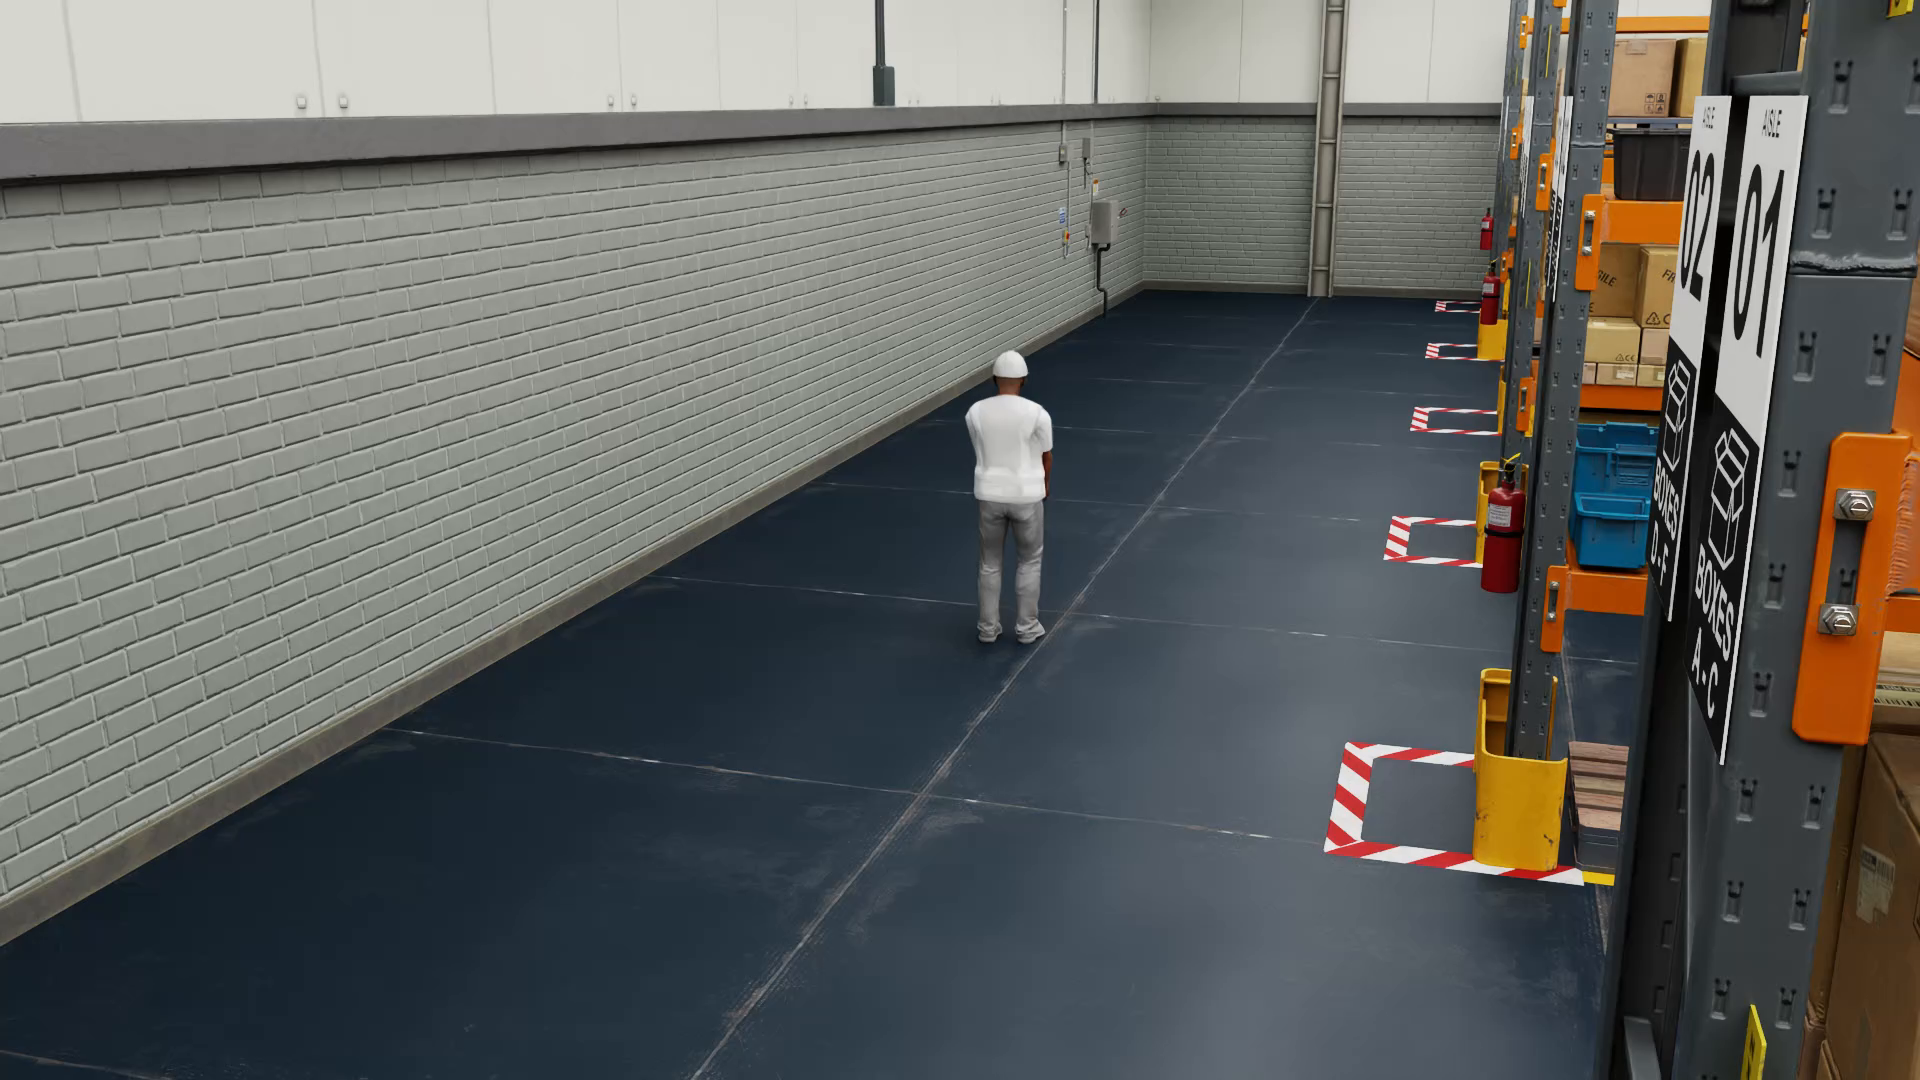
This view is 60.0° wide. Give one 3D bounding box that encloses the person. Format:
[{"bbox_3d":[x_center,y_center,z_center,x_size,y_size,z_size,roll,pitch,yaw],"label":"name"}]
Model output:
[{"bbox_3d":[0.314,-0.270,9.991,0.505,1.761,0.576,4,15,15],"label":"person"}]
